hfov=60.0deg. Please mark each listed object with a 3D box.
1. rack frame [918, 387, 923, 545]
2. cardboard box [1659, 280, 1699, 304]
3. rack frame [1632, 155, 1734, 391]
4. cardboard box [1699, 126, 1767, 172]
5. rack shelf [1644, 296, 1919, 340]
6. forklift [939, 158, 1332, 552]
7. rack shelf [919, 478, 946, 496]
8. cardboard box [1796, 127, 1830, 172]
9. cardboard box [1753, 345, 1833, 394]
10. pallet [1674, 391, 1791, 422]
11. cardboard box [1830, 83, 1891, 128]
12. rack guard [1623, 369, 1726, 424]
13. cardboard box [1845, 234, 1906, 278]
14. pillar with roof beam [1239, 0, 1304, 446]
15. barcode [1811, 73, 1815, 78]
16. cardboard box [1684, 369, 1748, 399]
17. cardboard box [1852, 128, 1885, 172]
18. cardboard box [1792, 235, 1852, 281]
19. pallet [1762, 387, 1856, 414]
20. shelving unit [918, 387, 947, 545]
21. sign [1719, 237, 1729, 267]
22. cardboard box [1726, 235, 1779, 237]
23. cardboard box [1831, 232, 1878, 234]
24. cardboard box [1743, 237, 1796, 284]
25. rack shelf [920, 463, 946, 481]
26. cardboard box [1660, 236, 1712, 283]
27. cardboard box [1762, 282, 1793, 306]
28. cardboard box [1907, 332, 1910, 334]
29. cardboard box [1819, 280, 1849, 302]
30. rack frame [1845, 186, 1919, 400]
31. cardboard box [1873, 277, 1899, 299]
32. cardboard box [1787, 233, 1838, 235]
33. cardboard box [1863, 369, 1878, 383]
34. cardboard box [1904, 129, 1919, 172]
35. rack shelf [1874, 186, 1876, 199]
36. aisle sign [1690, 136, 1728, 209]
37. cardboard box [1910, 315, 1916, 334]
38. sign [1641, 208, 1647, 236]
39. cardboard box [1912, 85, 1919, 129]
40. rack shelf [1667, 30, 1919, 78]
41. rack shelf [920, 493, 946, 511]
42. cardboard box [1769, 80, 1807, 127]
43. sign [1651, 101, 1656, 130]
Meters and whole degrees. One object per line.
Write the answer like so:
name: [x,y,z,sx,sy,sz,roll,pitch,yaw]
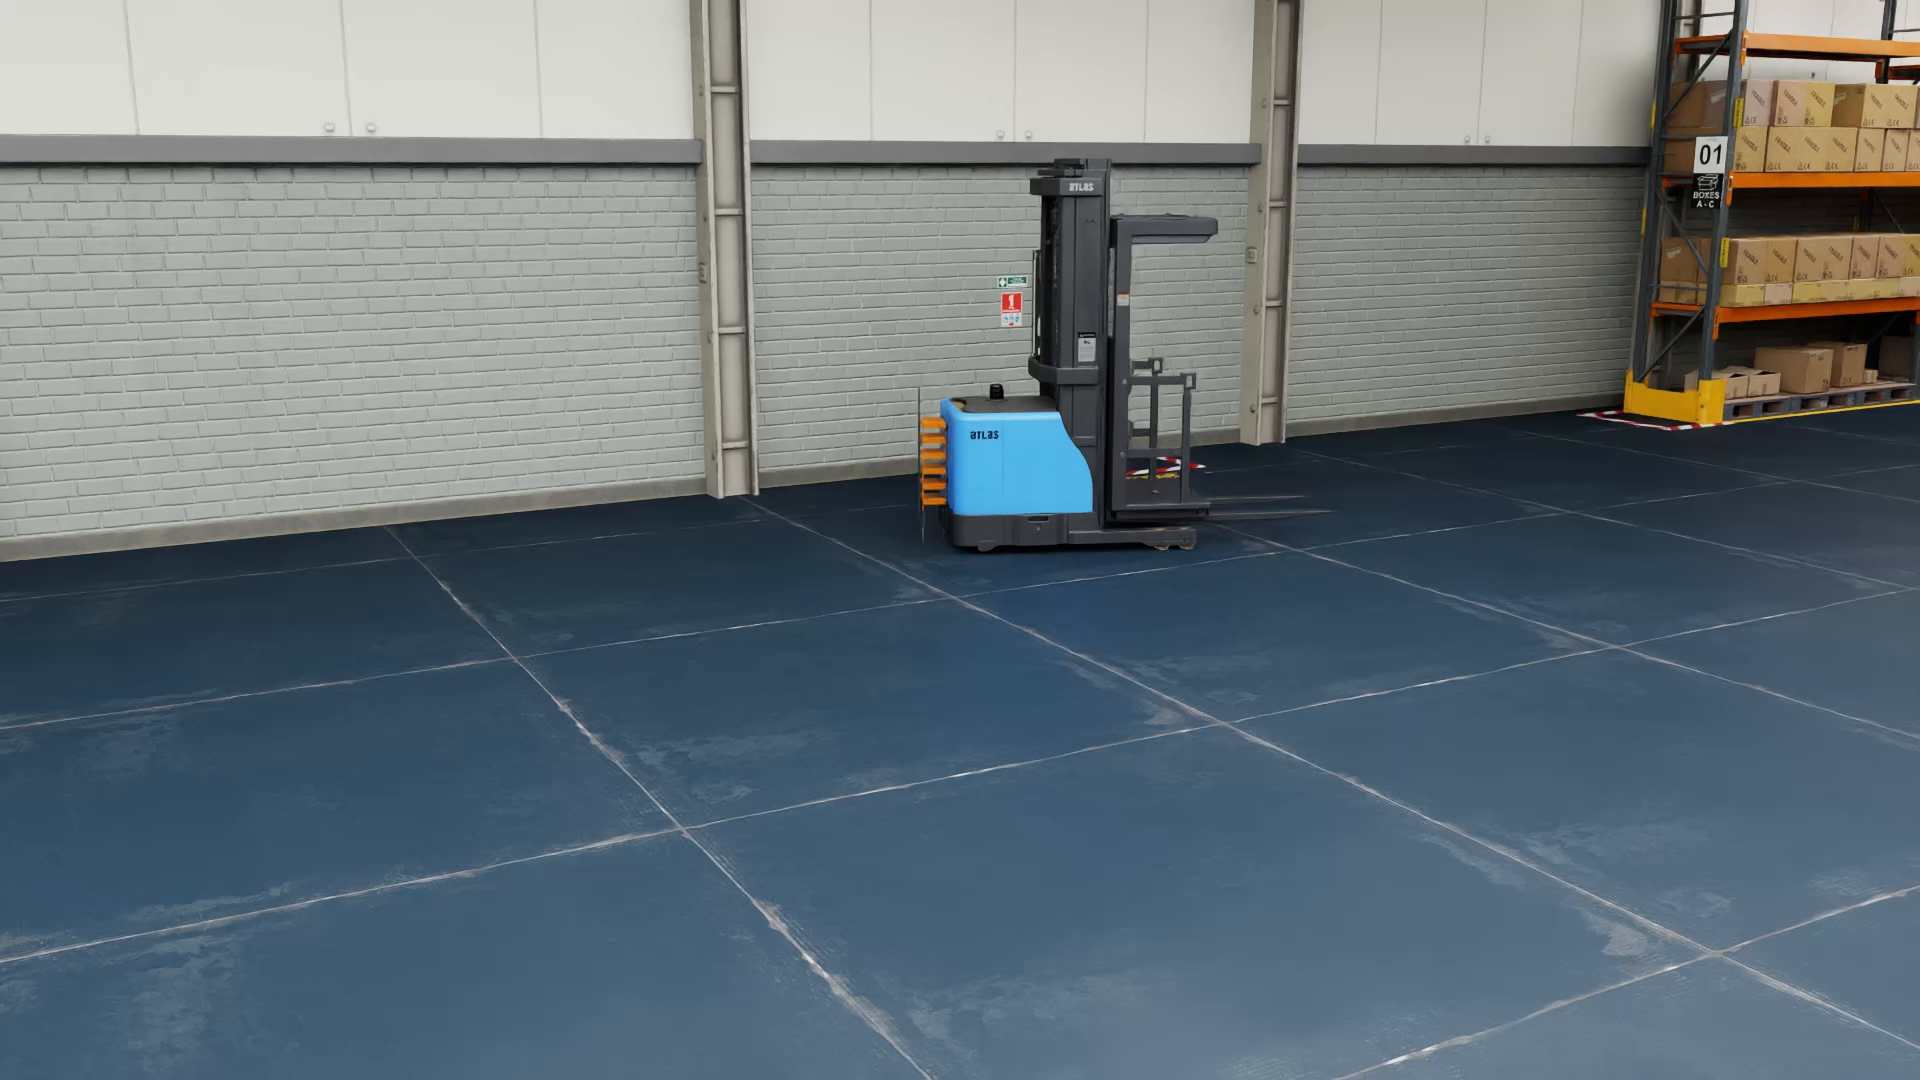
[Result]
rack frame: [-0.305,-0.575,12.930,0.006,1.200,0.240,-2,13,-7]
cardboard box: [8.606,-2.923,19.563,0.500,0.250,0.500,-7,14,-27]
rack frame: [8.289,-2.900,19.164,0.127,3.000,1.000,-7,14,-28]
cardboard box: [8.702,-4.409,18.764,0.500,0.500,0.500,-6,14,-26]
rack shelf: [10.044,-2.760,20.178,4.000,0.370,1.077,-7,14,-28]
forklift: [1.388,-1.465,12.944,3.031,2.935,1.130,-2,13,-7]
rack shelf: [-0.215,-0.417,12.978,0.180,0.103,0.258,-2,13,-7]
cardboard box: [9.644,-4.514,19.231,0.500,0.500,0.500,-6,14,-25]
cardboard box: [10.107,-2.078,20.204,0.500,0.500,0.700,-8,15,-31]
pallet: [9.085,-1.626,19.856,1.213,0.211,1.003,-7,14,-28]
cardboard box: [10.560,-5.109,19.597,0.500,0.500,0.500,-7,15,-30]
rack guard: [8.355,-1.689,19.474,0.348,0.500,1.175,-7,14,-28]
cardboard box: [11.097,-3.461,20.242,0.500,0.500,0.500,-7,14,-28]
pillar with roof beam: [5.285,-4.607,13.083,0.400,9.000,9.100,-7,14,-28]
barcode: [10.374,-5.648,20.215,0.075,0.075,0.001,-7,14,-28]
cardboard box: [8.939,-1.859,19.658,0.500,0.311,0.500,-9,15,-34]
cardboard box: [10.557,-4.626,19.727,0.500,0.500,0.500,-7,15,-30]
cardboard box: [10.194,-3.355,19.772,0.500,0.500,0.500,-6,14,-26]
pallet: [10.155,-1.754,20.422,1.213,0.211,1.003,-7,14,-28]
shelving unit: [-0.215,-0.577,12.942,0.189,1.200,0.258,-2,13,-7]
sign: [8.549,-3.218,18.605,0.005,0.325,0.100,-7,14,-28]
cardboard box: [9.499,-3.400,19.971,0.500,0.500,0.500,-7,15,-29]
cardboard box: [11.287,-3.614,20.925,0.500,0.500,0.500,-7,15,-29]
cardboard box: [9.290,-3.245,19.285,0.500,0.500,0.500,-7,14,-28]
rack shelf: [-0.215,-0.534,12.952,0.180,0.103,0.258,-2,13,-7]
cardboard box: [8.601,-3.293,19.499,0.500,0.500,0.500,-7,14,-28]
cardboard box: [9.318,-2.884,19.390,0.500,0.250,0.500,-7,15,-30]
cardboard box: [12.867,-2.461,21.903,0.500,0.500,0.700,-7,15,-29]
cardboard box: [10.213,-2.990,19.857,0.500,0.250,0.500,-7,14,-27]
rack frame: [11.800,-3.321,21.034,0.127,3.000,1.000,-7,14,-28]
cardboard box: [11.088,-3.099,20.342,0.500,0.250,0.500,-7,14,-28]
cardboard box: [10.391,-3.509,20.459,0.500,0.500,0.500,-6,14,-26]
cardboard box: [11.344,-2.091,21.021,0.250,0.166,0.380,-9,16,-35]
cardboard box: [11.473,-4.742,20.243,0.500,0.500,0.500,-6,14,-26]
rack shelf: [13.555,-4.644,21.719,4.000,0.370,1.077,-7,14,-28]
aisle sign: [8.369,-4.103,18.588,0.004,0.787,0.394,-7,14,-28]
cardboard box: [12.823,-2.810,21.745,0.500,0.250,0.500,-7,15,-29]
sign: [8.040,-3.728,19.487,0.005,0.325,0.100,-7,14,-28]
cardboard box: [11.490,-5.226,20.116,0.500,0.500,0.500,-8,15,-33]
rack shelf: [10.044,-5.685,19.520,4.000,0.370,1.077,-7,14,-28]
rack shelf: [-0.215,-0.300,13.005,0.180,0.103,0.258,-2,13,-7]
cardboard box: [9.208,-4.947,18.875,0.500,0.500,0.500,-7,14,-29]
sign: [8.040,-4.905,19.223,0.005,0.325,0.100,-7,14,-28]
